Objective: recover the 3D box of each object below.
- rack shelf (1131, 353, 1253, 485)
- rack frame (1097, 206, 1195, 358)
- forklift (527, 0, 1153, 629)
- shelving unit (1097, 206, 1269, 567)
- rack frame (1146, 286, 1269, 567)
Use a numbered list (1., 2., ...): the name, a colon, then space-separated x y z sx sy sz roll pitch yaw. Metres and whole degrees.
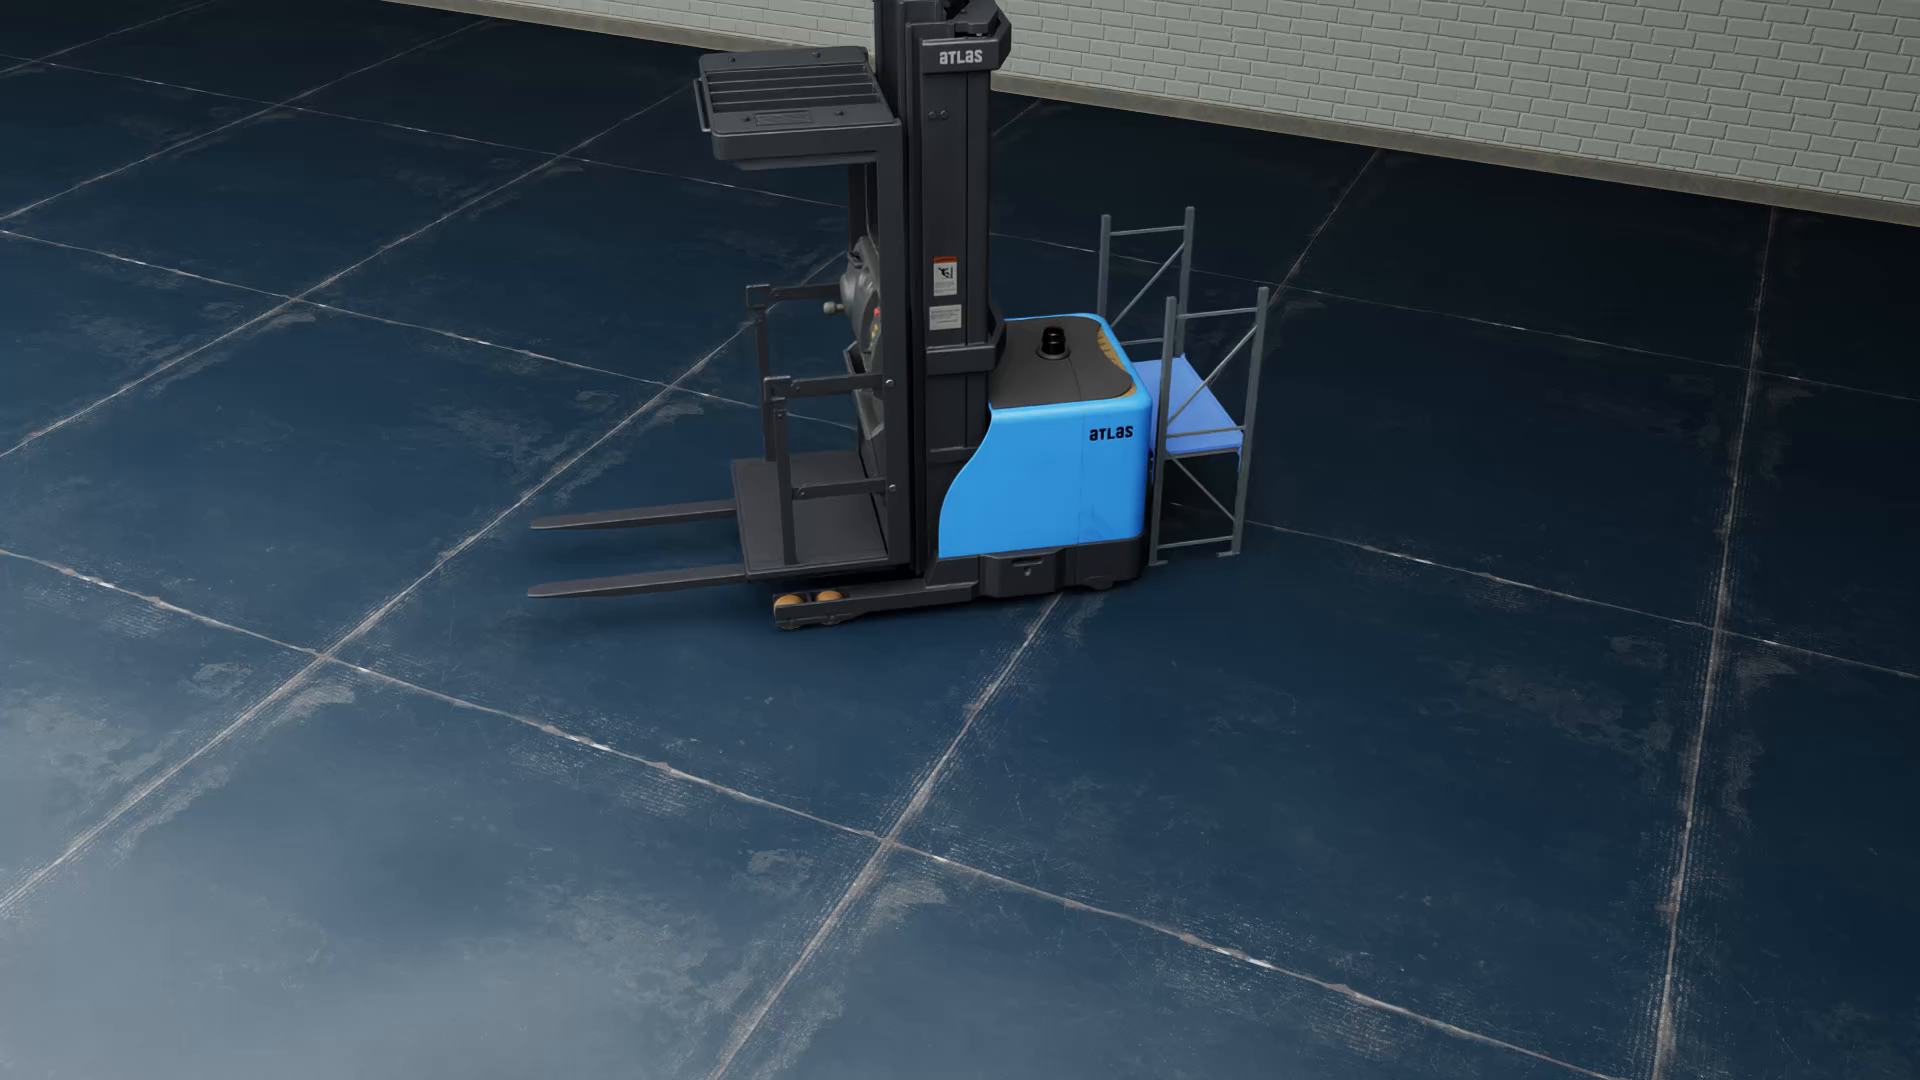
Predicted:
1. rack shelf: 1.092 -0.650 8.702 0.538 0.185 1.000 -7 34 -11
2. rack frame: 0.976 -1.072 9.017 0.500 1.500 0.032 -7 34 -11
3. forklift: -0.641 -1.106 7.764 3.031 2.935 1.130 -6 34 -9
4. shelving unit: 1.092 -0.800 8.603 0.538 1.500 1.048 -7 34 -11
5. rack frame: 1.207 -0.529 8.189 0.500 1.500 0.032 -7 34 -11
